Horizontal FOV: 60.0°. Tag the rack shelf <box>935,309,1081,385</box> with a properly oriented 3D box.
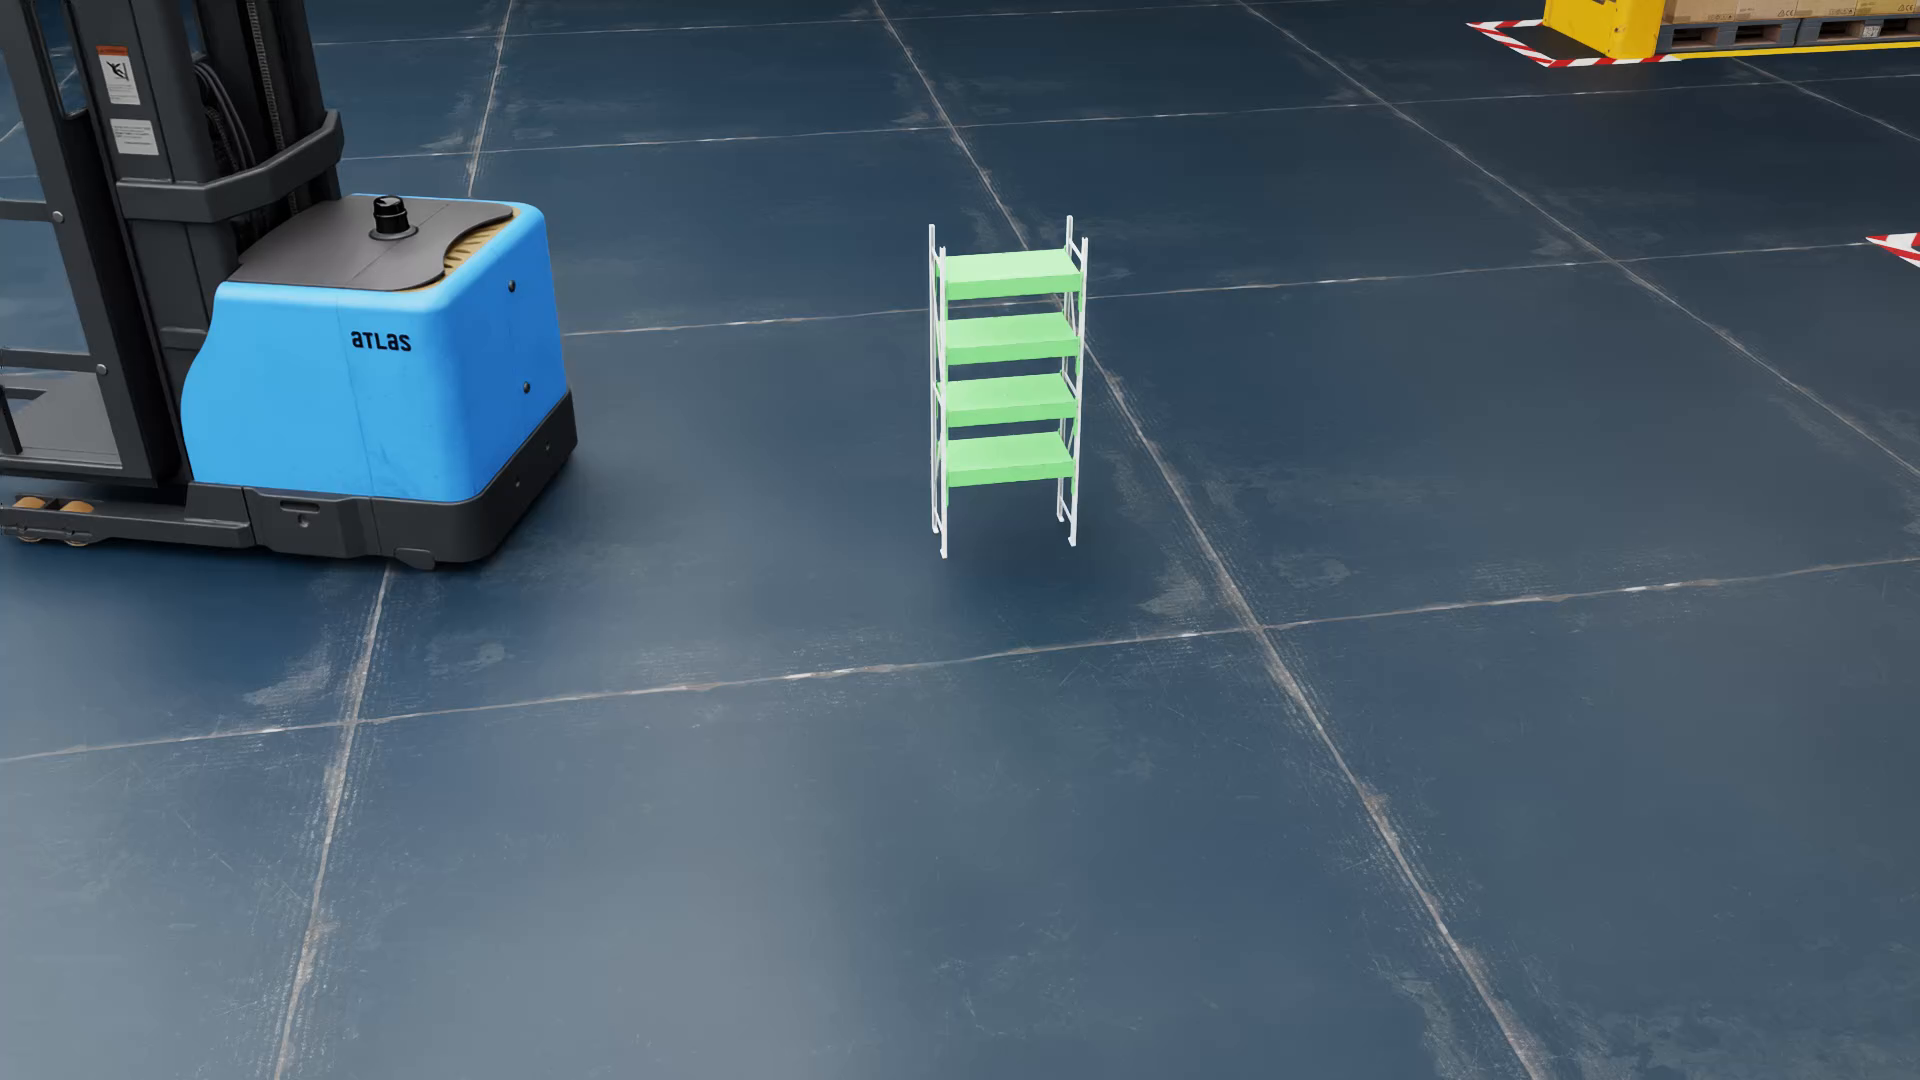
[{"bbox_3d":[0.163,-0.684,5.882,0.480,0.148,0.258,-5,31,-9],"label":"rack shelf"}]

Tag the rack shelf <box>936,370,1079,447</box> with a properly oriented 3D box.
[{"bbox_3d":[0.163,-0.477,6.004,0.480,0.148,0.258,-5,31,-9],"label":"rack shelf"}]

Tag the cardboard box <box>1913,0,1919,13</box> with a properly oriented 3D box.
[{"bbox_3d":[7.456,-4.263,12.840,0.500,0.250,0.500,-5,31,-9],"label":"cardboard box"}]

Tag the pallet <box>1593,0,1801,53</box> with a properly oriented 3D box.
[{"bbox_3d":[5.666,-4.036,12.906,1.213,0.211,1.003,-5,31,-9],"label":"pallet"}]

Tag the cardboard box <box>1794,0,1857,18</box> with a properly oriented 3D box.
[{"bbox_3d":[6.472,-4.174,12.688,0.500,0.250,0.500,-5,31,-9],"label":"cardboard box"}]

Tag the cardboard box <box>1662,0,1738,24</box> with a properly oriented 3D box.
[{"bbox_3d":[5.489,-4.081,12.530,0.500,0.250,0.500,-5,31,-9],"label":"cardboard box"}]

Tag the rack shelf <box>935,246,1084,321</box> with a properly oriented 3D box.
[{"bbox_3d":[0.163,-0.891,5.761,0.480,0.148,0.258,-5,31,-9],"label":"rack shelf"}]

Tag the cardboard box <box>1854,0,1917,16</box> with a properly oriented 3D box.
[{"bbox_3d":[6.965,-4.217,12.762,0.500,0.250,0.500,-5,31,-9],"label":"cardboard box"}]

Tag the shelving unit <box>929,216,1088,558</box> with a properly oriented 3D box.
[{"bbox_3d":[0.163,-0.532,5.972,0.503,1.200,0.258,-5,31,-9],"label":"shelving unit"}]

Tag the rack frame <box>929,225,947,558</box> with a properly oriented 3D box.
[{"bbox_3d":[-0.077,-0.510,5.934,0.015,1.200,0.240,-5,31,-9],"label":"rack frame"}]

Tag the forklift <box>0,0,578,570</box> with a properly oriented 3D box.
[{"bbox_3d":[-3.122,-1.497,5.905,3.031,2.935,1.130,5,31,8],"label":"forklift"}]

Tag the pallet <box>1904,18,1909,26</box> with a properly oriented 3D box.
[{"bbox_3d":[8.066,-4.259,13.285,1.213,0.211,1.003,-5,31,-9],"label":"pallet"}]

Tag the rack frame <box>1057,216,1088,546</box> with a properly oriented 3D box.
[{"bbox_3d":[0.403,-0.555,6.009,0.015,1.200,0.240,-5,31,-9],"label":"rack frame"}]

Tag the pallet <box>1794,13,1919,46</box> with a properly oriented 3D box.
[{"bbox_3d":[6.864,-4.146,13.092,1.213,0.211,1.003,-5,31,-9],"label":"pallet"}]

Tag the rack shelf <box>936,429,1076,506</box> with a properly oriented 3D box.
[{"bbox_3d":[0.163,-0.270,6.126,0.480,0.148,0.258,-5,31,-9],"label":"rack shelf"}]

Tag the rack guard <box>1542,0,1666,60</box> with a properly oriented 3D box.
[{"bbox_3d":[4.898,-4.068,12.675,0.348,0.500,1.175,-5,31,-9],"label":"rack guard"}]

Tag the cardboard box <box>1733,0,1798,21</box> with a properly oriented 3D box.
[{"bbox_3d":[5.980,-4.129,12.611,0.500,0.250,0.500,-5,31,-9],"label":"cardboard box"}]
